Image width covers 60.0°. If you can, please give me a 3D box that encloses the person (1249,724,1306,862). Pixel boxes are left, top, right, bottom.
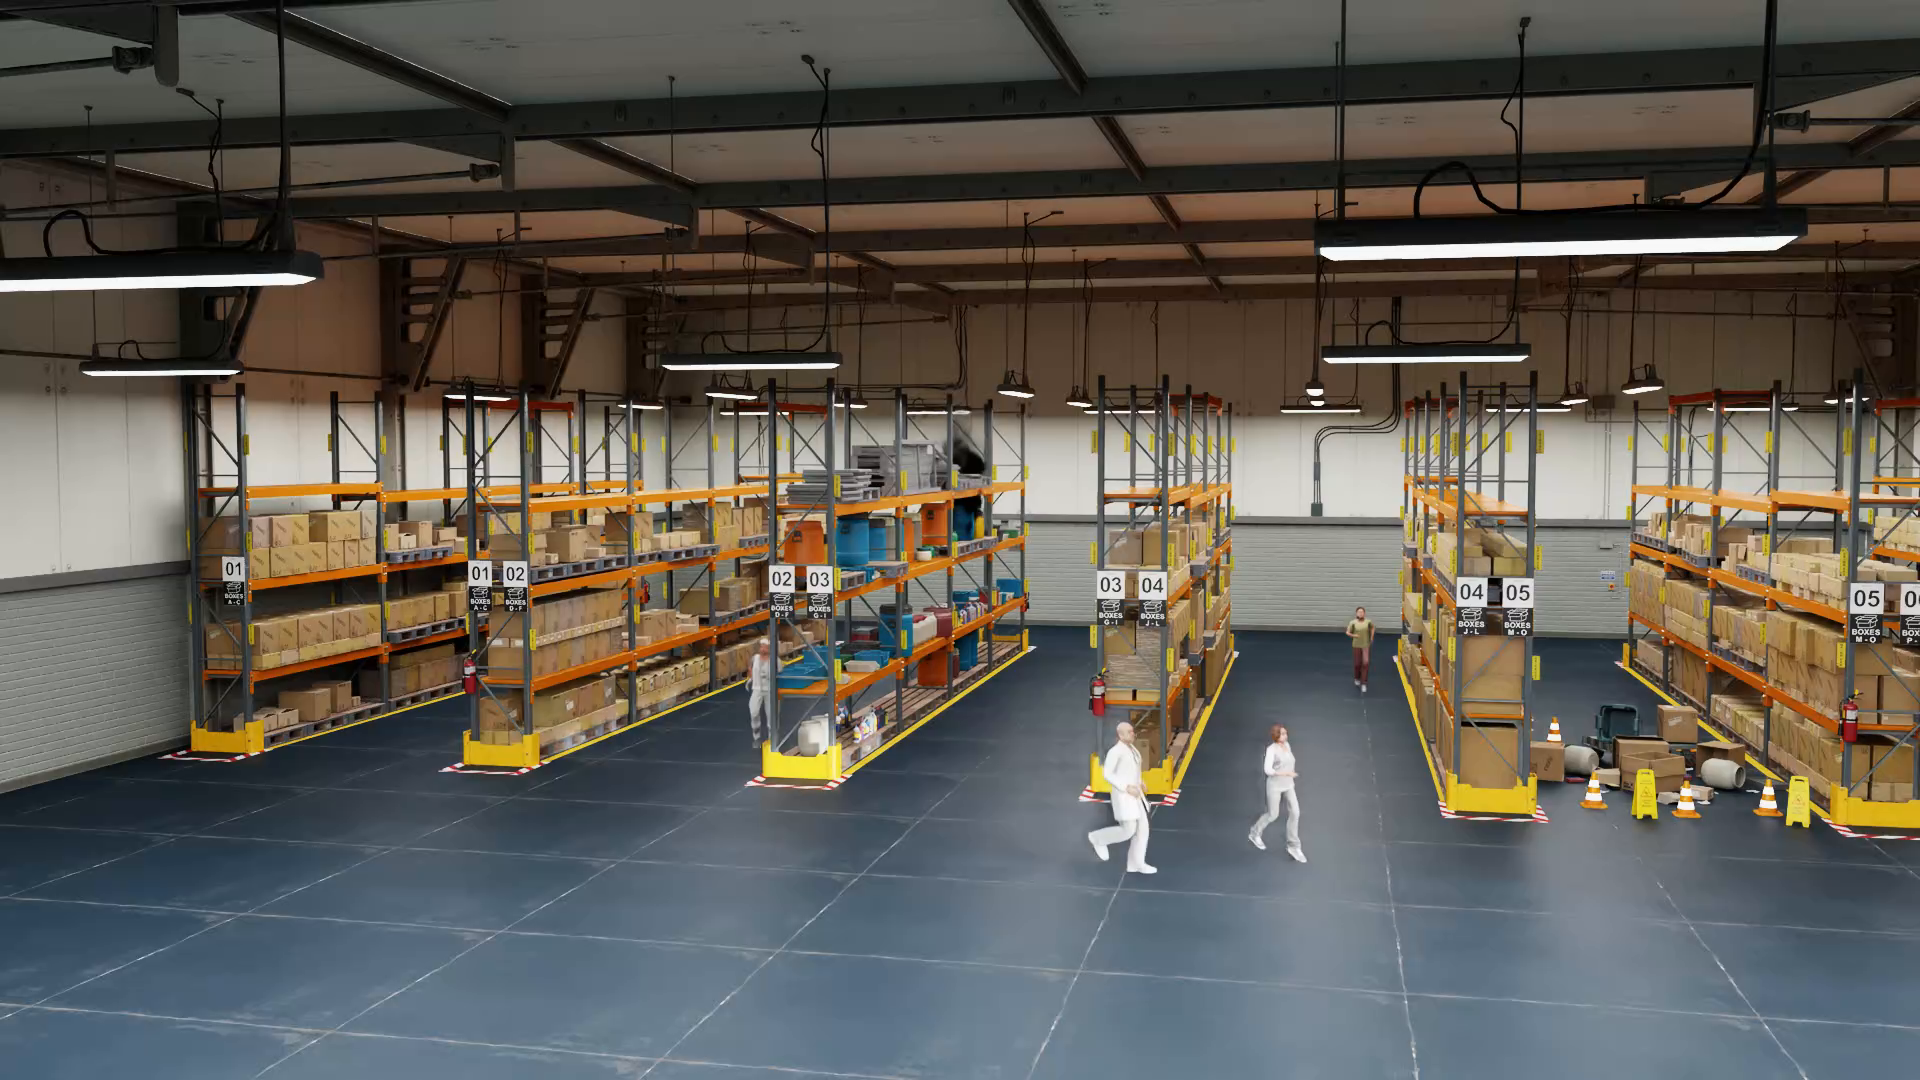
[{"bbox_3d":[3.859,3.045,20.207,0.545,1.631,0.800,-3,4,-38],"label":"person"}]

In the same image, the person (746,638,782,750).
[{"bbox_3d":[-3.247,2.538,27.482,0.643,1.839,0.762,0,3,8],"label":"person"}]

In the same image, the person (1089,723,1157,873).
[{"bbox_3d":[1.929,3.007,19.490,0.865,1.745,0.726,2,4,34],"label":"person"}]

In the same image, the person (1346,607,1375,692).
[{"bbox_3d":[8.206,2.221,34.074,0.581,1.713,0.853,1,3,12],"label":"person"}]
